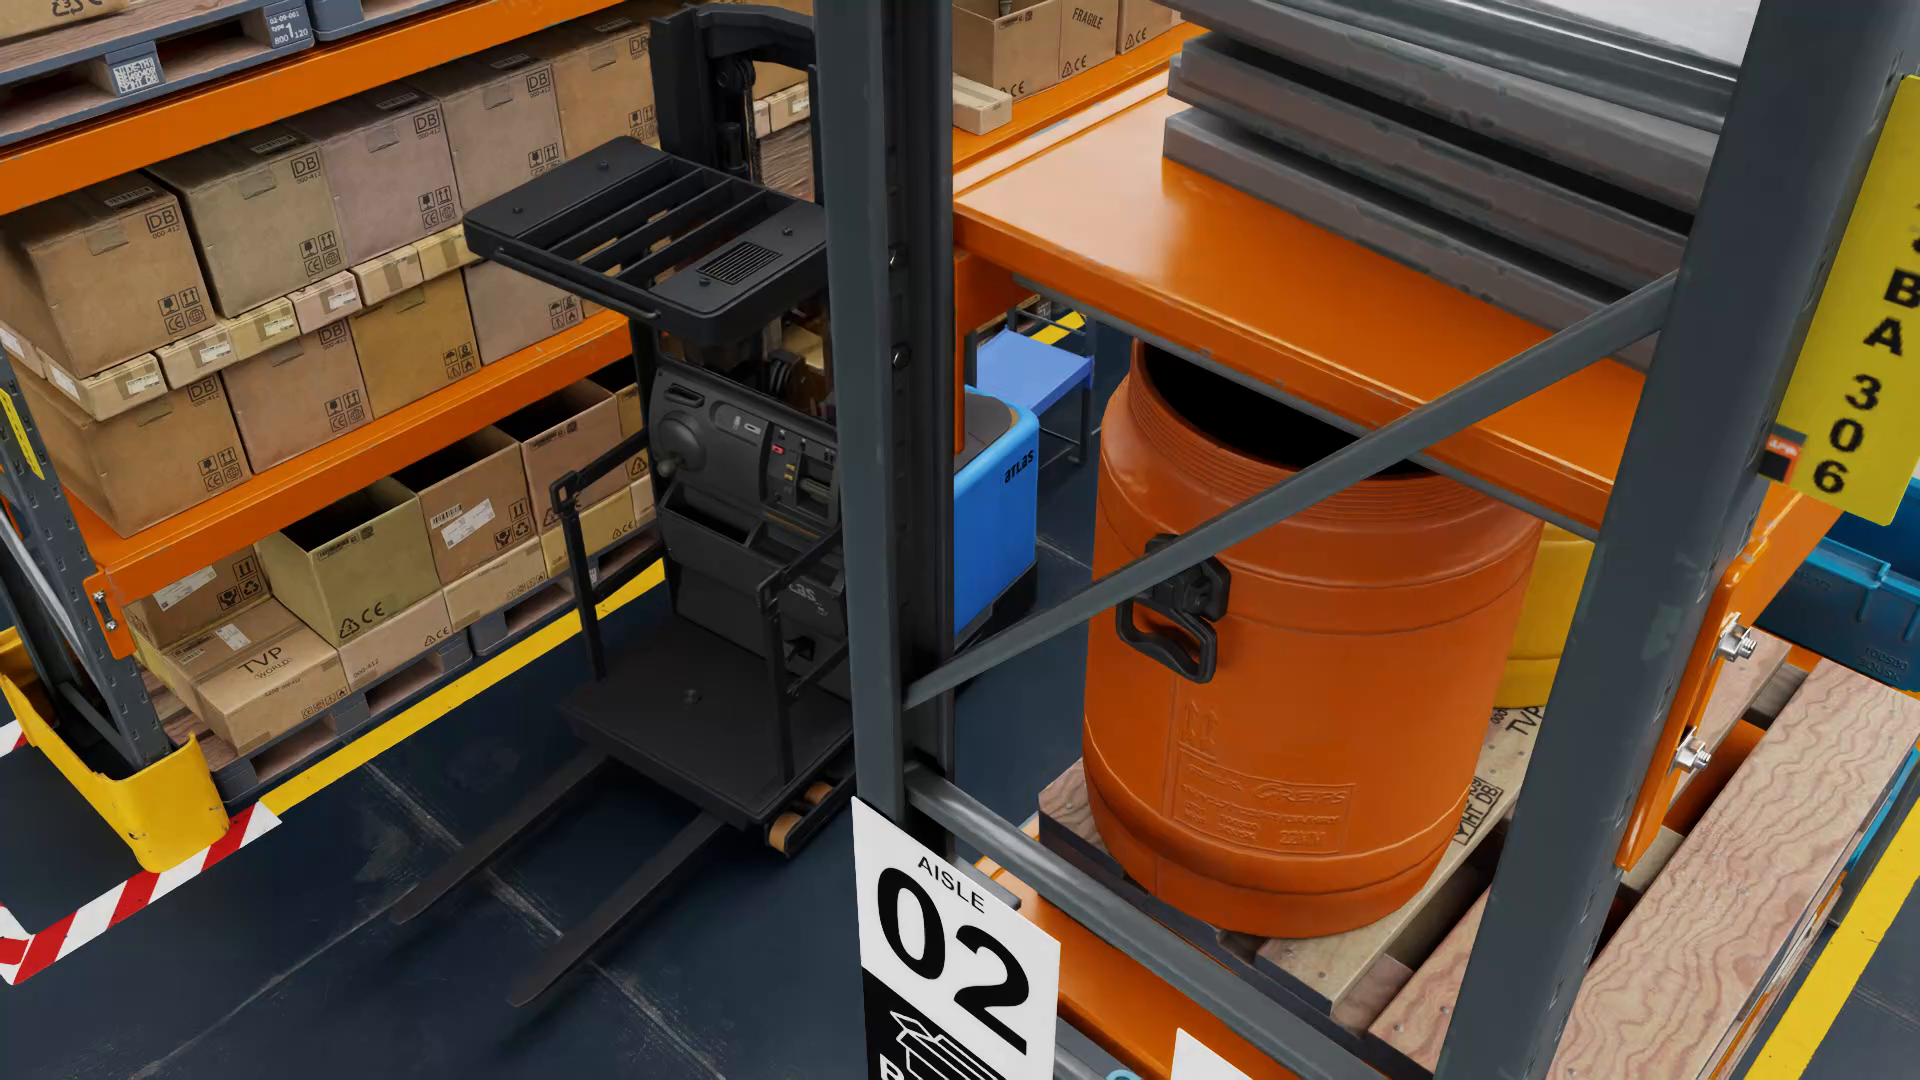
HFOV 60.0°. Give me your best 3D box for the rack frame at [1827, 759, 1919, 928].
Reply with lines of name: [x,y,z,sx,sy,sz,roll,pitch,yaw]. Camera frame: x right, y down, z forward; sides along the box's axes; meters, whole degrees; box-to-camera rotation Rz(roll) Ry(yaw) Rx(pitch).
rack frame: [2.954,0.037,5.577,1.000,3.000,0.127,30,47,32]

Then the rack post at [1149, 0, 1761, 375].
rack post: [0.860,-0.571,1.924,0.954,0.300,0.937,-29,47,-31]

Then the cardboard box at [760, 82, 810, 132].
cardboard box: [-0.893,-2.010,7.549,0.380,0.149,0.250,29,47,31]

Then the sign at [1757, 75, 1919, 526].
sign: [0.659,-0.158,1.171,0.100,0.325,0.005,30,47,32]

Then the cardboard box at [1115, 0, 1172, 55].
cardboard box: [0.879,-3.143,9.496,0.500,0.500,0.500,27,46,30]

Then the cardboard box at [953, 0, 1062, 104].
cardboard box: [0.186,-2.671,8.903,0.500,0.500,0.500,-30,48,-33]

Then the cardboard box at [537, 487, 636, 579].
cardboard box: [-1.859,-0.136,7.667,0.500,0.250,0.500,30,47,32]

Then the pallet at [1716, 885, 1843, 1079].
pallet: [2.471,1.420,6.079,1.003,0.211,1.213,30,47,32]

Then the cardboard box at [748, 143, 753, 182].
cardboard box: [-1.345,-1.632,7.595,0.700,0.500,0.500,29,47,31]

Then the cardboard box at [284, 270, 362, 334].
cardboard box: [-2.457,-0.941,6.205,0.380,0.149,0.250,29,47,31]

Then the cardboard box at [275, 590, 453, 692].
cardboard box: [-2.537,0.321,7.092,0.500,0.250,0.500,30,47,32]

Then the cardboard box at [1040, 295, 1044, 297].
cardboard box: [0.449,-1.687,9.617,0.500,0.250,0.500,28,46,31]

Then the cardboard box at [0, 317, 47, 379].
cardboard box: [-3.281,-0.755,5.972,0.380,0.149,0.250,29,47,31]

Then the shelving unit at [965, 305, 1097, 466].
shelving unit: [0.155,-0.804,7.839,0.538,1.500,1.048,24,44,27]

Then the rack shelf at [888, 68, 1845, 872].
rack shelf: [1.605,-0.954,2.902,1.077,0.370,4.000,30,47,32]

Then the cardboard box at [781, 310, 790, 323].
cardboard box: [-1.243,-1.344,8.584,0.500,0.500,0.500,30,47,32]

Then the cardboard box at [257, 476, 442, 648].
cardboard box: [-2.536,0.028,6.857,0.500,0.500,0.500,30,47,32]

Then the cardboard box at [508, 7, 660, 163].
cardboard box: [-1.672,-1.922,6.918,0.700,0.500,0.500,30,47,32]

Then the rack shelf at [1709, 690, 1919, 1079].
rack shelf: [1.605,1.238,4.645,1.077,0.370,4.000,30,47,32]

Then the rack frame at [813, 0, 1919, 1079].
rack frame: [0.256,-0.473,1.398,1.000,3.000,0.127,30,47,32]

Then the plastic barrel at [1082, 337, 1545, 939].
plastic barrel: [0.490,0.092,2.416,0.600,0.830,0.708,30,47,32]

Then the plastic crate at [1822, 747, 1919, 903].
plastic crate: [2.408,0.718,4.840,0.499,0.251,0.616,30,47,32]

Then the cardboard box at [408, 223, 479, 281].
cardboard box: [-2.107,-1.182,6.509,0.380,0.149,0.250,29,47,31]

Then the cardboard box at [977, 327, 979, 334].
cardboard box: [-0.244,-1.214,9.022,0.500,0.250,0.500,28,47,31]

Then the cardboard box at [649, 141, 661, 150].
cardboard box: [-1.412,-1.656,7.104,0.380,0.149,0.250,29,47,32]

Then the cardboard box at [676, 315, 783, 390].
cardboard box: [-1.197,-0.896,8.020,0.500,0.500,0.500,30,47,32]

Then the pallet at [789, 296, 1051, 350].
pallet: [-0.231,-1.308,9.509,1.003,0.211,1.213,30,47,32]

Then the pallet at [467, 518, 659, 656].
pallet: [-2.090,-0.042,7.917,1.003,0.211,1.213,30,47,32]

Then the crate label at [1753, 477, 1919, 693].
crate label: [1.763,0.038,3.285,0.502,0.251,0.408,30,47,32]

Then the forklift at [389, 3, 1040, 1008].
forklift: [-0.909,-0.267,6.015,1.130,2.935,3.031,24,44,27]

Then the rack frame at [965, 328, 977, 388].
rack frame: [-0.138,-0.545,7.514,0.500,1.500,0.032,24,44,27]

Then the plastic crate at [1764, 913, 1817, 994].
plastic crate: [2.046,0.993,4.587,0.530,0.136,0.437,30,47,32]

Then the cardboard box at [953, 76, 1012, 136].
cardboard box: [0.049,-2.267,8.677,0.380,0.149,0.250,30,47,32]

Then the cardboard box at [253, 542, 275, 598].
cardboard box: [-2.926,0.100,7.370,0.500,0.250,0.500,30,47,32]

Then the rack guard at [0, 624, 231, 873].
rack guard: [-3.414,0.783,6.647,1.175,0.500,0.348,30,47,32]

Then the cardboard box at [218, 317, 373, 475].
cardboard box: [-2.723,-0.698,6.421,0.700,0.500,0.500,31,48,33]

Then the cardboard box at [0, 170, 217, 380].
cardboard box: [-3.038,-0.987,5.742,0.700,0.500,0.500,30,47,32]

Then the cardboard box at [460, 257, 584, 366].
cardboard box: [-2.031,-1.167,7.011,0.700,0.500,0.500,31,48,33]

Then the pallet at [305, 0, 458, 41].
pallet: [-2.079,-2.223,6.080,1.003,0.211,1.213,30,47,32]

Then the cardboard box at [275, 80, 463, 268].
cardboard box: [-2.348,-1.463,6.340,0.700,0.500,0.500,30,47,32]

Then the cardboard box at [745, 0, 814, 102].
cardboard box: [-0.994,-2.385,7.500,0.700,0.500,0.500,30,47,32]

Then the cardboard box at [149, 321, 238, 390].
cardboard box: [-2.798,-0.712,5.917,0.380,0.149,0.250,28,46,31]

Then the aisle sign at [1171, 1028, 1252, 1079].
aisle sign: [0.424,1.013,2.260,0.394,0.787,0.004,30,47,32]

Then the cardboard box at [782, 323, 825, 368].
cardboard box: [-0.851,-0.828,8.536,0.500,0.250,0.500,30,47,32]

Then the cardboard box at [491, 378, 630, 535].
cardboard box: [-1.858,-0.429,7.433,0.500,0.500,0.500,30,47,32]
